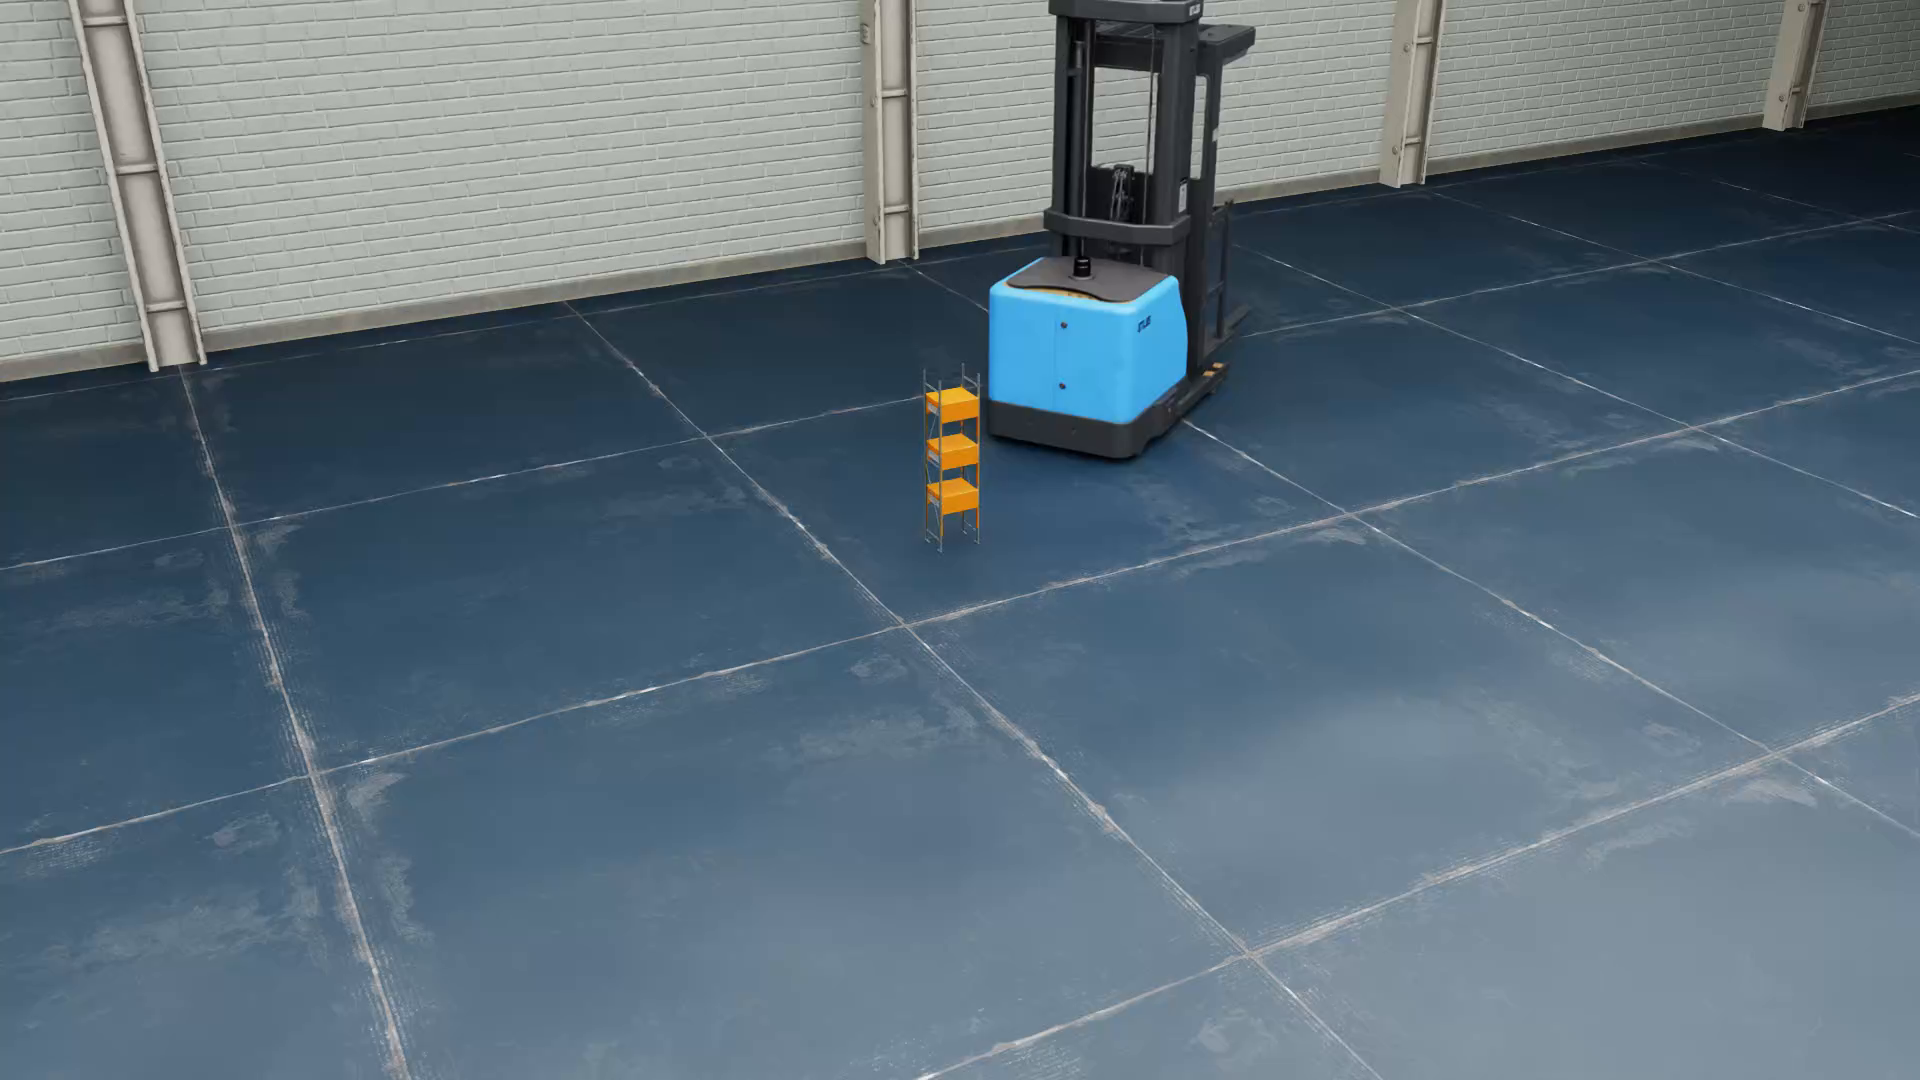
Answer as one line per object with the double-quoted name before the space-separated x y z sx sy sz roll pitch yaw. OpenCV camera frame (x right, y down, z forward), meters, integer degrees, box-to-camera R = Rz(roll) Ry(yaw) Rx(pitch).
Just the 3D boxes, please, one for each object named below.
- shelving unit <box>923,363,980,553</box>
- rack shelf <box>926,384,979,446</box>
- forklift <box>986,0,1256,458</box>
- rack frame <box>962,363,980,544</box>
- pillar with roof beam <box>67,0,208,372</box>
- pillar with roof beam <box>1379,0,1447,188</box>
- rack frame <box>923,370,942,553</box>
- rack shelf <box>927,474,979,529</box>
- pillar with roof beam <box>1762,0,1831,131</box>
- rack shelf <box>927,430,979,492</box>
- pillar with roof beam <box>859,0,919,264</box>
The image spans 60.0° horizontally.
"shelving unit" -0.047 -0.462 9.500 0.252 1.050 0.215 -13 29 -25
"rack shelf" -0.047 -0.709 9.382 0.240 0.259 0.215 -13 29 -25
"forklift" 1.305 -2.449 11.464 1.130 2.935 3.031 13 28 25
"rack frame" 0.060 -0.487 9.552 0.008 1.050 0.200 -13 29 -25
"pillar with roof beam" -3.884 -3.760 7.183 0.400 9.000 9.100 -13 29 -25
"pillar with roof beam" 6.704 -6.204 12.274 0.400 9.000 9.100 -13 29 -25
"rack frame" -0.155 -0.438 9.448 0.008 1.050 0.200 -13 29 -25
"rack shelf" -0.047 -0.202 9.625 0.240 0.259 0.215 -13 29 -25
"pillar with roof beam" 11.998 -7.426 14.819 0.400 9.000 9.100 -13 29 -25
"rack shelf" -0.047 -0.453 9.505 0.240 0.259 0.215 -13 29 -25
"pillar with roof beam" 1.410 -4.982 9.729 0.400 9.000 9.100 -13 29 -25
